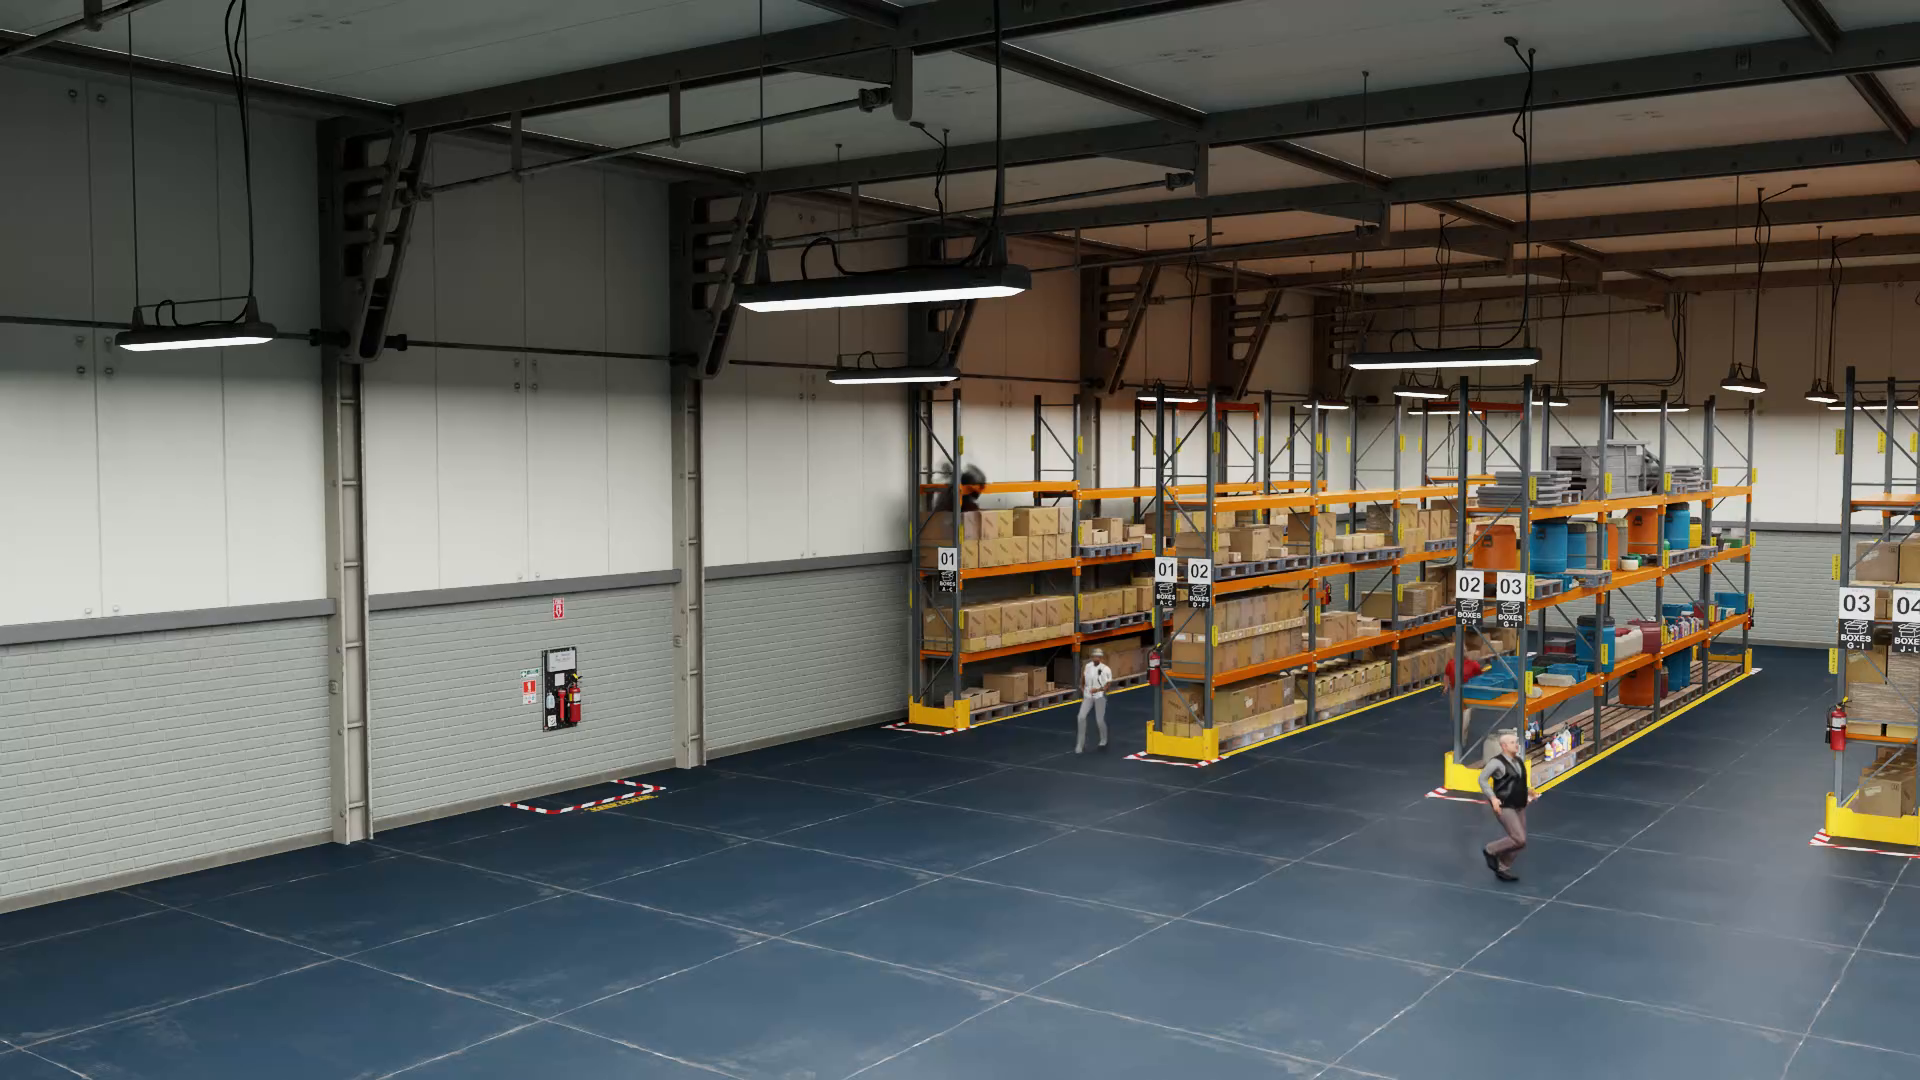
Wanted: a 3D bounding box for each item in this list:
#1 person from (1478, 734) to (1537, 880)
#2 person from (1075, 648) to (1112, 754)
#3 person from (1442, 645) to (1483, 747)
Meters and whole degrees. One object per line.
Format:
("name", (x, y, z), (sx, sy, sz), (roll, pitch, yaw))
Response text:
("person", (6.330, 3.074, 19.083), (0.652, 1.678, 0.569), (-2, 4, -34))
("person", (2.221, 2.620, 27.241), (0.579, 1.728, 0.793), (1, 4, 24))
("person", (8.423, 2.583, 27.825), (0.650, 1.671, 0.593), (2, 4, 29))
